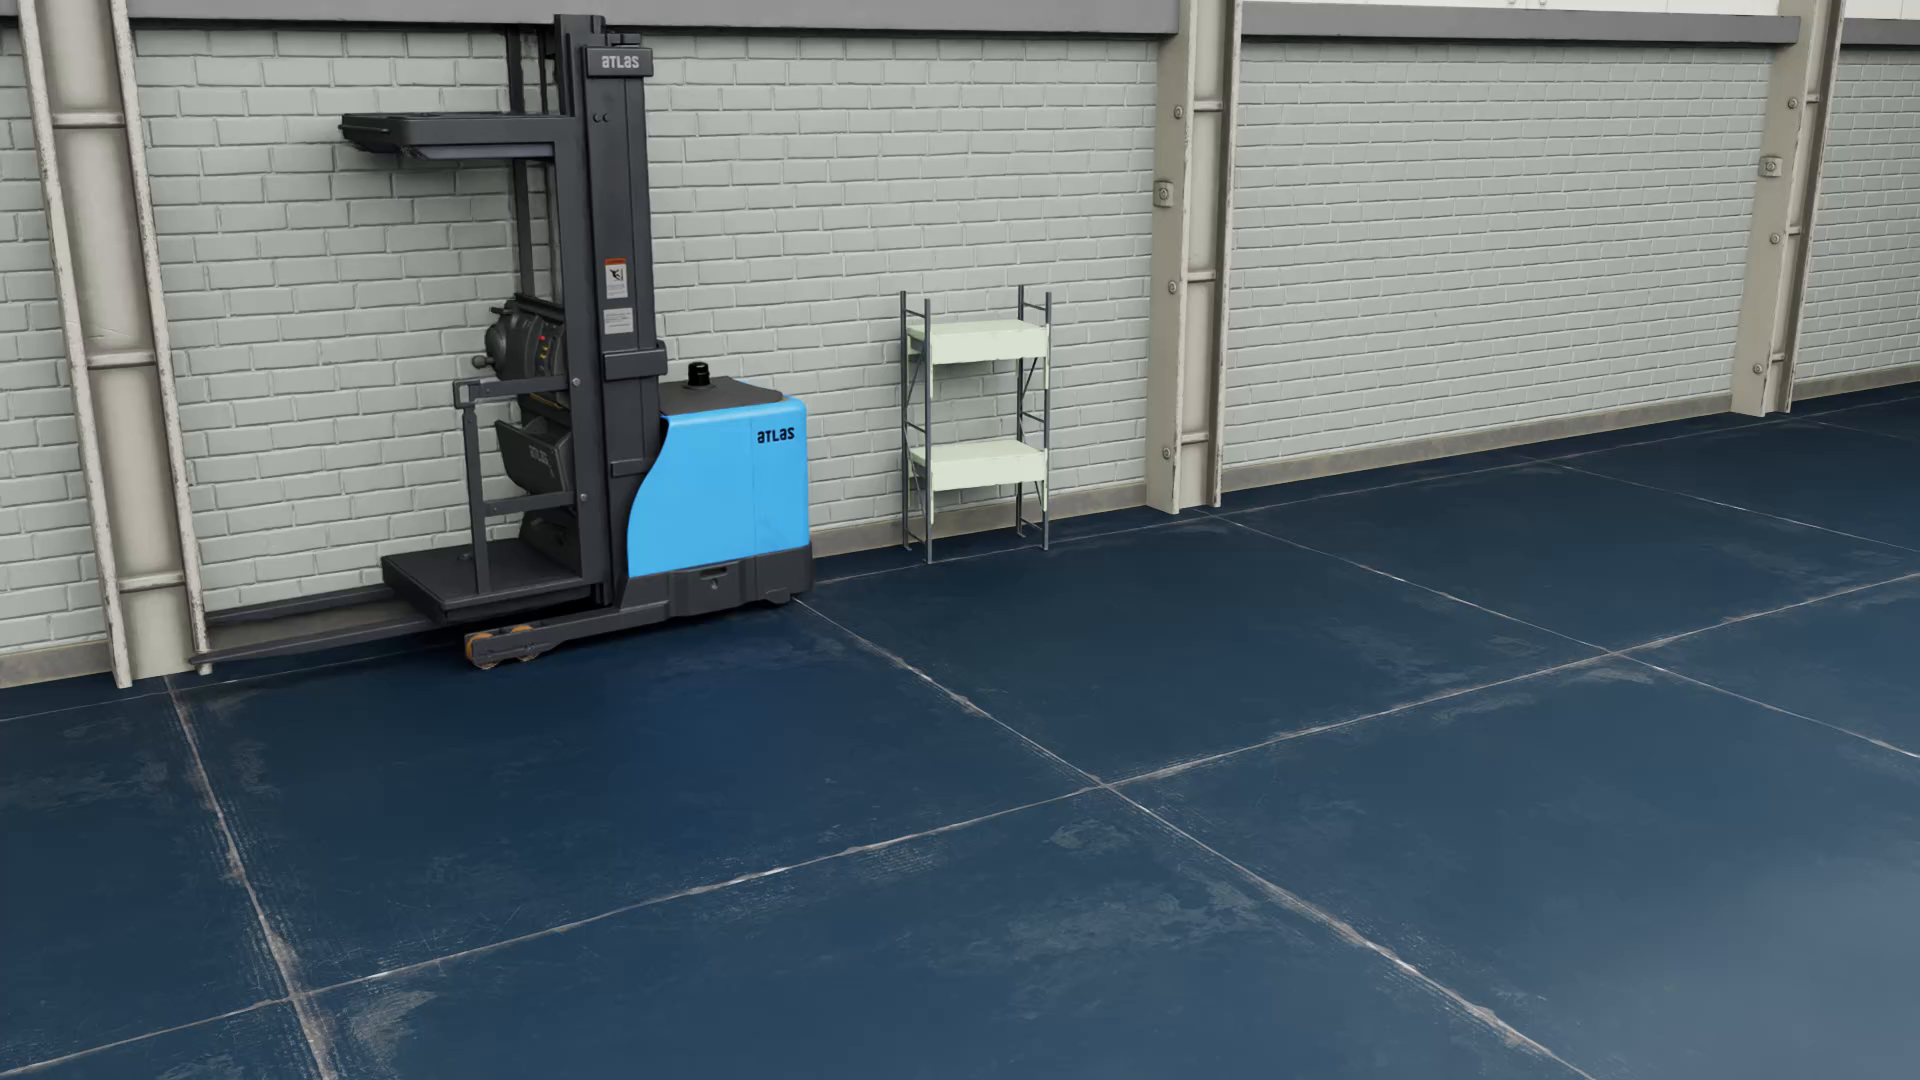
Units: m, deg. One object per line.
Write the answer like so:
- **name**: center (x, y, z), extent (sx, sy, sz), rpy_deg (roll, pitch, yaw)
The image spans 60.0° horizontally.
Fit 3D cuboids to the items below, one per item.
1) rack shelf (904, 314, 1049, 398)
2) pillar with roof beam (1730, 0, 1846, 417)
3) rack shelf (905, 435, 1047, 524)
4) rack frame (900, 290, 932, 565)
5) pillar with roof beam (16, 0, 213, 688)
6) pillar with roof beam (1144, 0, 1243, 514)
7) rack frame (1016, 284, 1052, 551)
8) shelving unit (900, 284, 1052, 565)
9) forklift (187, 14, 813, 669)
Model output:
- **rack shelf**: center (0.088, -1.048, 9.422), extent (0.720, 0.370, 0.431), rpy_deg (-7, 17, -22)
- **pillar with roof beam**: center (8.791, -4.396, 8.921), extent (0.400, 9.000, 9.100), rpy_deg (-9, 18, -30)
- **rack shelf**: center (0.088, -0.358, 9.616), extent (0.720, 0.370, 0.431), rpy_deg (-7, 17, -22)
- **rack frame**: center (-0.248, -0.633, 9.390), extent (0.023, 1.500, 0.400), rpy_deg (-7, 17, -22)
- **pillar with roof beam**: center (-1.496, -2.728, 2.970), extent (0.400, 9.000, 9.100), rpy_deg (-9, 18, -30)
- **pillar with roof beam**: center (3.647, -3.562, 5.946), extent (0.400, 9.000, 9.100), rpy_deg (-9, 18, -30)
- **rack frame**: center (0.425, -0.711, 9.666), extent (0.023, 1.500, 0.400), rpy_deg (-7, 17, -22)
- **shelving unit**: center (0.088, -0.672, 9.528), extent (0.755, 1.500, 0.431), rpy_deg (-7, 17, -22)
- **forklift**: center (-2.274, -0.971, 7.944), extent (3.031, 2.935, 1.130), rpy_deg (-11, 19, -33)
